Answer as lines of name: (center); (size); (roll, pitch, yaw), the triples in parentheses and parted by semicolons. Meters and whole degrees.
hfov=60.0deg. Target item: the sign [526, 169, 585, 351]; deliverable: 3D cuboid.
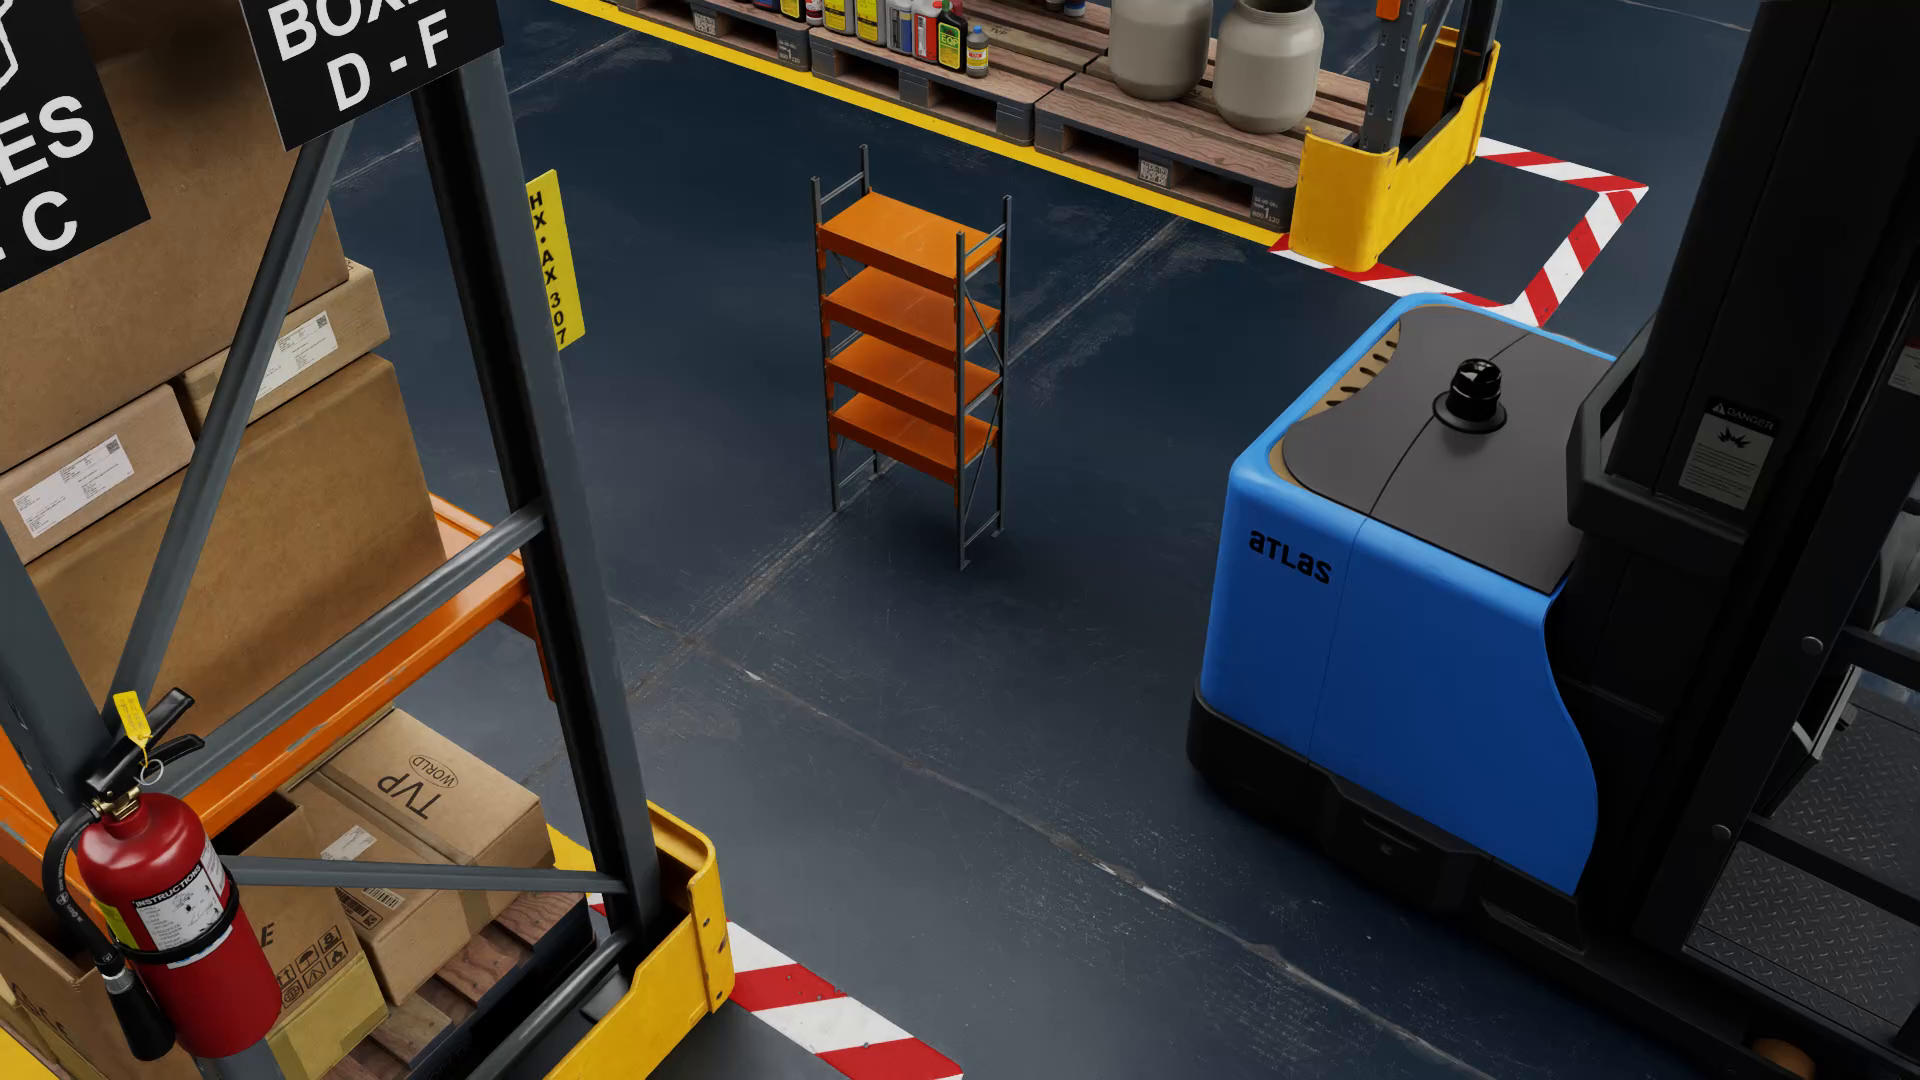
sign: (-0.694, -0.461, 2.807); (0.005, 0.325, 0.100); (25, 48, 25)

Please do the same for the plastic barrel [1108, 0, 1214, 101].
plastic barrel: (0.837, -2.142, 6.945); (0.421, 0.512, 0.421); (0, 42, 0)

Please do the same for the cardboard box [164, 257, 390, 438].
cardboard box: (-1.215, -0.355, 2.835); (0.250, 0.149, 0.380); (25, 47, 25)

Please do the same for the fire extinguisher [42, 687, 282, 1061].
fire extinguisher: (-1.187, 0.520, 2.478); (0.183, 0.674, 0.296); (25, 48, 25)

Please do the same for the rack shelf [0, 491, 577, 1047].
rack shelf: (-2.655, -0.306, 3.881); (4.000, 0.370, 1.077); (25, 48, 25)

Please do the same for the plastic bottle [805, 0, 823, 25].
plastic bottle: (-0.650, -2.434, 7.490); (0.097, 0.201, 0.097); (0, 42, 0)

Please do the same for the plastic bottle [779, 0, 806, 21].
plastic bottle: (-0.757, -2.500, 7.502); (0.133, 0.283, 0.061); (27, 48, 27)

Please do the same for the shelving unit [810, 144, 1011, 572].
shelving unit: (-0.136, -0.511, 4.921); (0.503, 1.200, 0.258); (25, 48, 25)

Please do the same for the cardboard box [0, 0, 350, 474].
cardboard box: (-1.436, -0.535, 2.550); (0.500, 0.500, 0.700); (25, 48, 25)

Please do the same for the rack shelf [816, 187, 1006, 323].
rack shelf: (-0.136, -0.803, 4.659); (0.480, 0.148, 0.258); (25, 48, 25)

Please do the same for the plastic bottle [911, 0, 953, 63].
plastic bottle: (-0.116, -2.235, 7.211); (0.135, 0.276, 0.152); (25, 48, 26)

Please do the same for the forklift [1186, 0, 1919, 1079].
forklift: (0.433, -2.093, 4.815); (8.740, 3.703, 3.137); (27, 48, 27)

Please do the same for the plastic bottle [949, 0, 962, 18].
plastic bottle: (-0.056, -2.296, 7.274); (0.133, 0.283, 0.061); (25, 48, 25)

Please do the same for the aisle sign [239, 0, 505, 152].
aisle sign: (-0.788, -0.919, 2.078); (0.004, 0.787, 0.394); (25, 48, 25)

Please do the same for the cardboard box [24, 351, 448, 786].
cardboard box: (-1.392, -0.031, 2.960); (0.500, 0.500, 0.700); (25, 48, 25)

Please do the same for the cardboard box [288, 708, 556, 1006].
cardboard box: (-1.329, 0.734, 3.928); (0.500, 0.250, 0.500); (25, 48, 25)

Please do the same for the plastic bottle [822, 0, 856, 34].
plastic bottle: (-0.520, -2.448, 7.393); (0.185, 0.351, 0.144); (25, 47, 25)

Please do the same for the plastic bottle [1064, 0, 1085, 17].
plastic bottle: (0.524, -2.522, 7.535); (0.097, 0.271, 0.097); (0, 42, 0)

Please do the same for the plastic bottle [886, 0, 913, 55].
plastic bottle: (-0.230, -2.288, 7.270); (0.135, 0.276, 0.152); (24, 47, 24)

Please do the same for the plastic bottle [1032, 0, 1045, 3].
plastic bottle: (0.349, -2.623, 7.639); (0.133, 0.283, 0.061); (26, 48, 26)

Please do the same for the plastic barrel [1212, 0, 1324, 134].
plastic barrel: (1.247, -1.950, 6.731); (0.421, 0.512, 0.421); (0, 42, 0)

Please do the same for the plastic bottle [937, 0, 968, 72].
plastic bottle: (-0.032, -2.161, 7.123); (0.133, 0.283, 0.061); (26, 48, 26)

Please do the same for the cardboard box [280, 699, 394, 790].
cardboard box: (-1.739, 0.264, 3.891); (0.500, 0.500, 0.500); (25, 48, 25)

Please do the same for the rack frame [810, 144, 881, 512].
rack frame: (-0.335, -0.604, 5.025); (0.015, 1.200, 0.240); (25, 48, 25)

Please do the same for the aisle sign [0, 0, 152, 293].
aisle sign: (-1.132, -0.591, 1.712); (0.004, 0.787, 0.394); (25, 48, 25)

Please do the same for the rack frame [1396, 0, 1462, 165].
rack frame: (1.832, -2.512, 5.808); (0.053, 2.616, 0.949); (25, 48, 25)

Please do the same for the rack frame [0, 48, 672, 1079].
rack frame: (-1.017, 0.192, 2.786); (0.127, 3.000, 1.000); (25, 48, 25)

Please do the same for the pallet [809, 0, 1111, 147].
pallet: (0.084, -2.256, 7.613); (1.213, 0.211, 1.003); (25, 48, 25)

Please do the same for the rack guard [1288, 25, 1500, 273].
rack guard: (1.741, -1.583, 6.644); (0.348, 0.500, 1.175); (25, 48, 25)

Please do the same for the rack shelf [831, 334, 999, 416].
rack shelf: (-0.136, -0.490, 4.940); (0.457, 0.050, 0.221); (25, 48, 25)

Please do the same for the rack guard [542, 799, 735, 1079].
rack guard: (-0.998, 1.133, 3.609); (0.348, 0.500, 1.175); (25, 48, 25)

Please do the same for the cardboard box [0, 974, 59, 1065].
cardboard box: (-2.042, 0.831, 3.818); (0.500, 0.250, 0.500); (25, 48, 25)

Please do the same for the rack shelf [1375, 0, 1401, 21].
rack shelf: (0.192, -3.008, 6.902); (4.000, 0.370, 1.077); (25, 48, 25)

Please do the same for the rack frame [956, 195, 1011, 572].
rack frame: (0.064, -0.417, 4.816); (0.015, 1.200, 0.240); (25, 48, 25)

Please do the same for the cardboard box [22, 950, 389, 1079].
cardboard box: (-1.626, 1.016, 3.612); (0.500, 0.250, 0.500); (25, 48, 25)

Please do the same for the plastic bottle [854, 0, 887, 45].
plastic bottle: (-0.368, -2.377, 7.314); (0.185, 0.351, 0.144); (27, 48, 27)

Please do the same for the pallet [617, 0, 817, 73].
pallet: (-0.919, -2.723, 8.135); (1.213, 0.211, 1.003); (25, 48, 25)

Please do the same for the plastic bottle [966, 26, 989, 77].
plastic bottle: (0.074, -2.096, 7.111); (0.097, 0.201, 0.097); (0, 42, 0)

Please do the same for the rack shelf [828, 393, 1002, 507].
rack shelf: (-0.136, -0.312, 5.098); (0.480, 0.148, 0.258); (25, 48, 25)

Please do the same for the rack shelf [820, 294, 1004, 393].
rack shelf: (-0.136, -0.627, 4.816); (0.480, 0.148, 0.258); (25, 48, 25)

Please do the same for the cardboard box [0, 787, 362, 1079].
cardboard box: (-1.627, 0.738, 3.360); (0.500, 0.500, 0.500); (25, 48, 25)

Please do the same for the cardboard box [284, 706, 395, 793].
cardboard box: (-1.740, 0.544, 4.139); (0.500, 0.250, 0.500); (25, 48, 25)

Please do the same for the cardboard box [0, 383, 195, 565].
cardboard box: (-1.440, -0.129, 2.583); (0.250, 0.149, 0.380); (24, 47, 25)

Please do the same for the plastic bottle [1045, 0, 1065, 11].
plastic bottle: (0.440, -2.536, 7.603); (0.097, 0.201, 0.097); (0, 42, 0)
